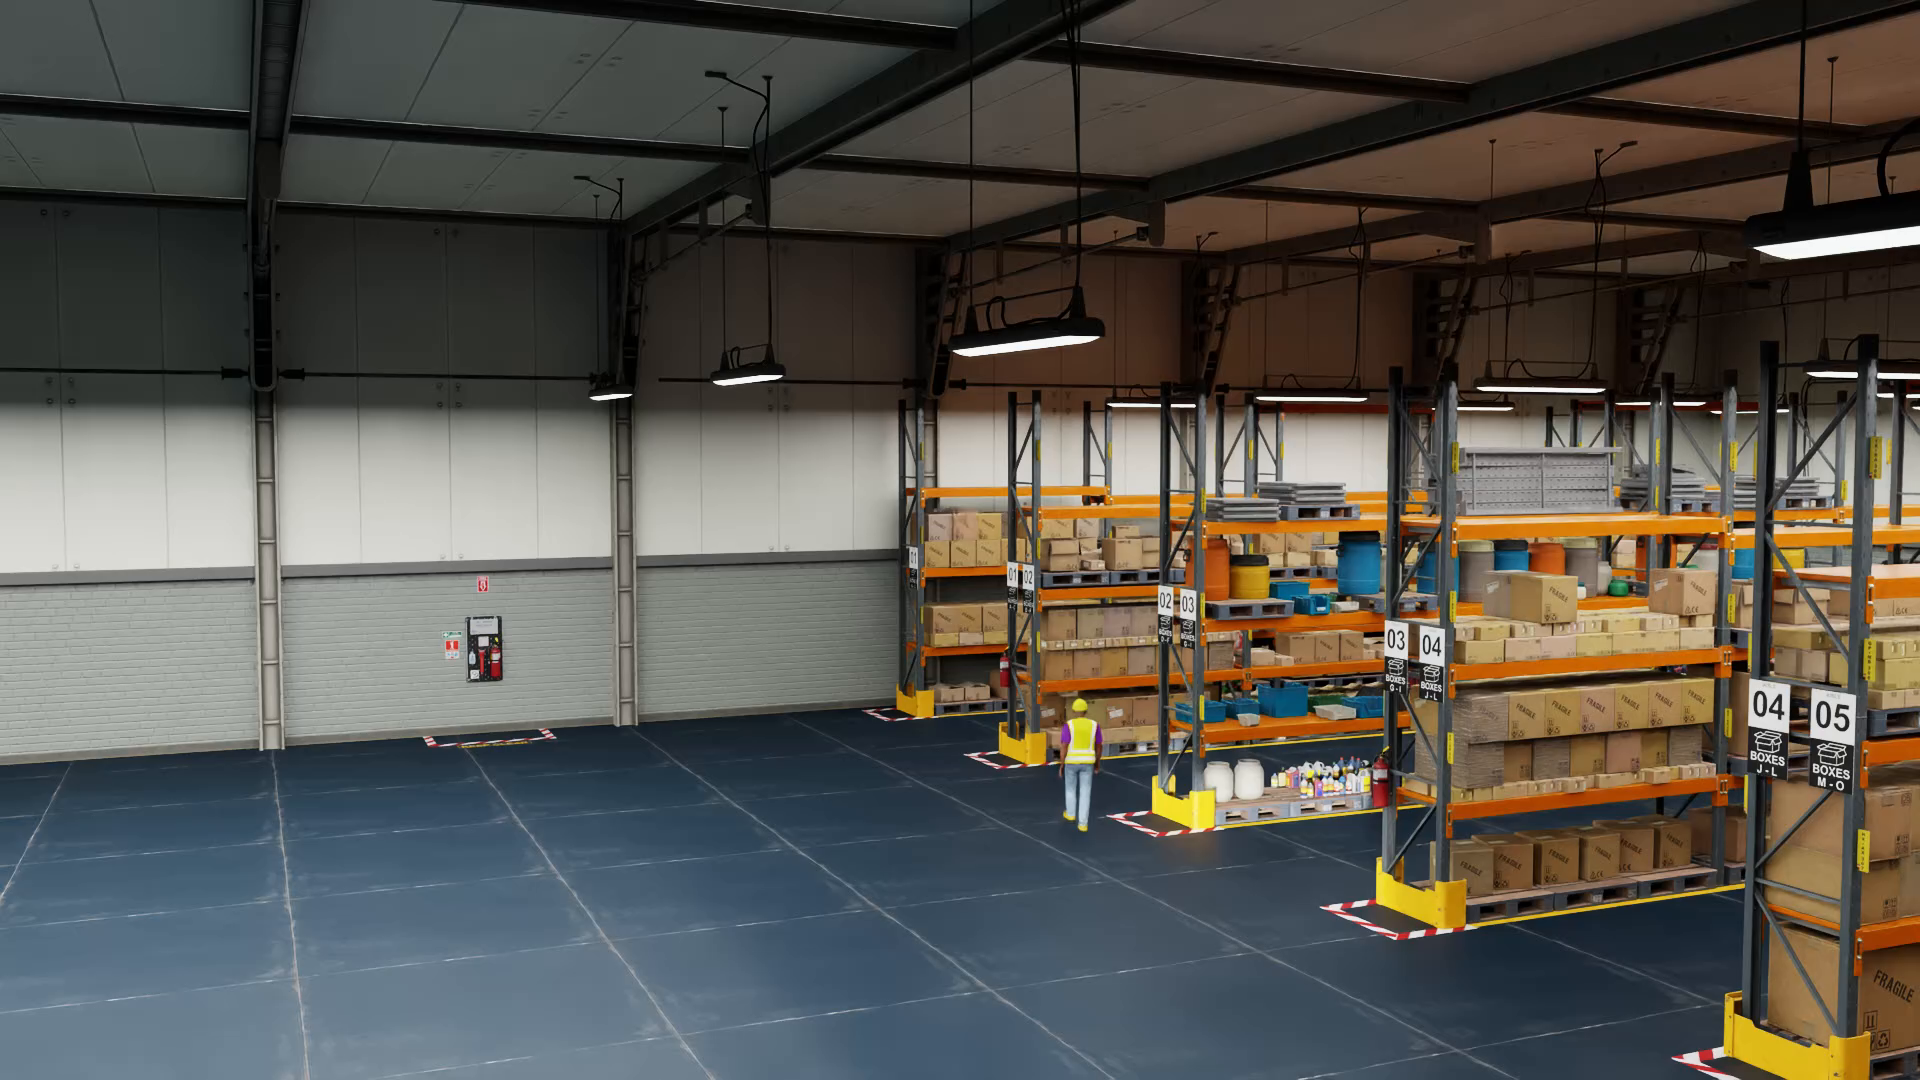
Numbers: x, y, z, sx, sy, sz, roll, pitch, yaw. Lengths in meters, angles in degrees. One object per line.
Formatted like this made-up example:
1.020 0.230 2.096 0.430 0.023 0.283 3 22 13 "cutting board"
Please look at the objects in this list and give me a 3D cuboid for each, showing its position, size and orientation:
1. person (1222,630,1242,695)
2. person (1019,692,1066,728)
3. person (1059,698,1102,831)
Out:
5.434 2.326 33.010 0.466 1.791 0.582 1 4 18 "person"
1.478 2.561 29.871 1.004 1.675 0.561 -2 4 -30 "person"
1.616 2.979 22.366 0.593 1.702 1.046 0 3 0 "person"
